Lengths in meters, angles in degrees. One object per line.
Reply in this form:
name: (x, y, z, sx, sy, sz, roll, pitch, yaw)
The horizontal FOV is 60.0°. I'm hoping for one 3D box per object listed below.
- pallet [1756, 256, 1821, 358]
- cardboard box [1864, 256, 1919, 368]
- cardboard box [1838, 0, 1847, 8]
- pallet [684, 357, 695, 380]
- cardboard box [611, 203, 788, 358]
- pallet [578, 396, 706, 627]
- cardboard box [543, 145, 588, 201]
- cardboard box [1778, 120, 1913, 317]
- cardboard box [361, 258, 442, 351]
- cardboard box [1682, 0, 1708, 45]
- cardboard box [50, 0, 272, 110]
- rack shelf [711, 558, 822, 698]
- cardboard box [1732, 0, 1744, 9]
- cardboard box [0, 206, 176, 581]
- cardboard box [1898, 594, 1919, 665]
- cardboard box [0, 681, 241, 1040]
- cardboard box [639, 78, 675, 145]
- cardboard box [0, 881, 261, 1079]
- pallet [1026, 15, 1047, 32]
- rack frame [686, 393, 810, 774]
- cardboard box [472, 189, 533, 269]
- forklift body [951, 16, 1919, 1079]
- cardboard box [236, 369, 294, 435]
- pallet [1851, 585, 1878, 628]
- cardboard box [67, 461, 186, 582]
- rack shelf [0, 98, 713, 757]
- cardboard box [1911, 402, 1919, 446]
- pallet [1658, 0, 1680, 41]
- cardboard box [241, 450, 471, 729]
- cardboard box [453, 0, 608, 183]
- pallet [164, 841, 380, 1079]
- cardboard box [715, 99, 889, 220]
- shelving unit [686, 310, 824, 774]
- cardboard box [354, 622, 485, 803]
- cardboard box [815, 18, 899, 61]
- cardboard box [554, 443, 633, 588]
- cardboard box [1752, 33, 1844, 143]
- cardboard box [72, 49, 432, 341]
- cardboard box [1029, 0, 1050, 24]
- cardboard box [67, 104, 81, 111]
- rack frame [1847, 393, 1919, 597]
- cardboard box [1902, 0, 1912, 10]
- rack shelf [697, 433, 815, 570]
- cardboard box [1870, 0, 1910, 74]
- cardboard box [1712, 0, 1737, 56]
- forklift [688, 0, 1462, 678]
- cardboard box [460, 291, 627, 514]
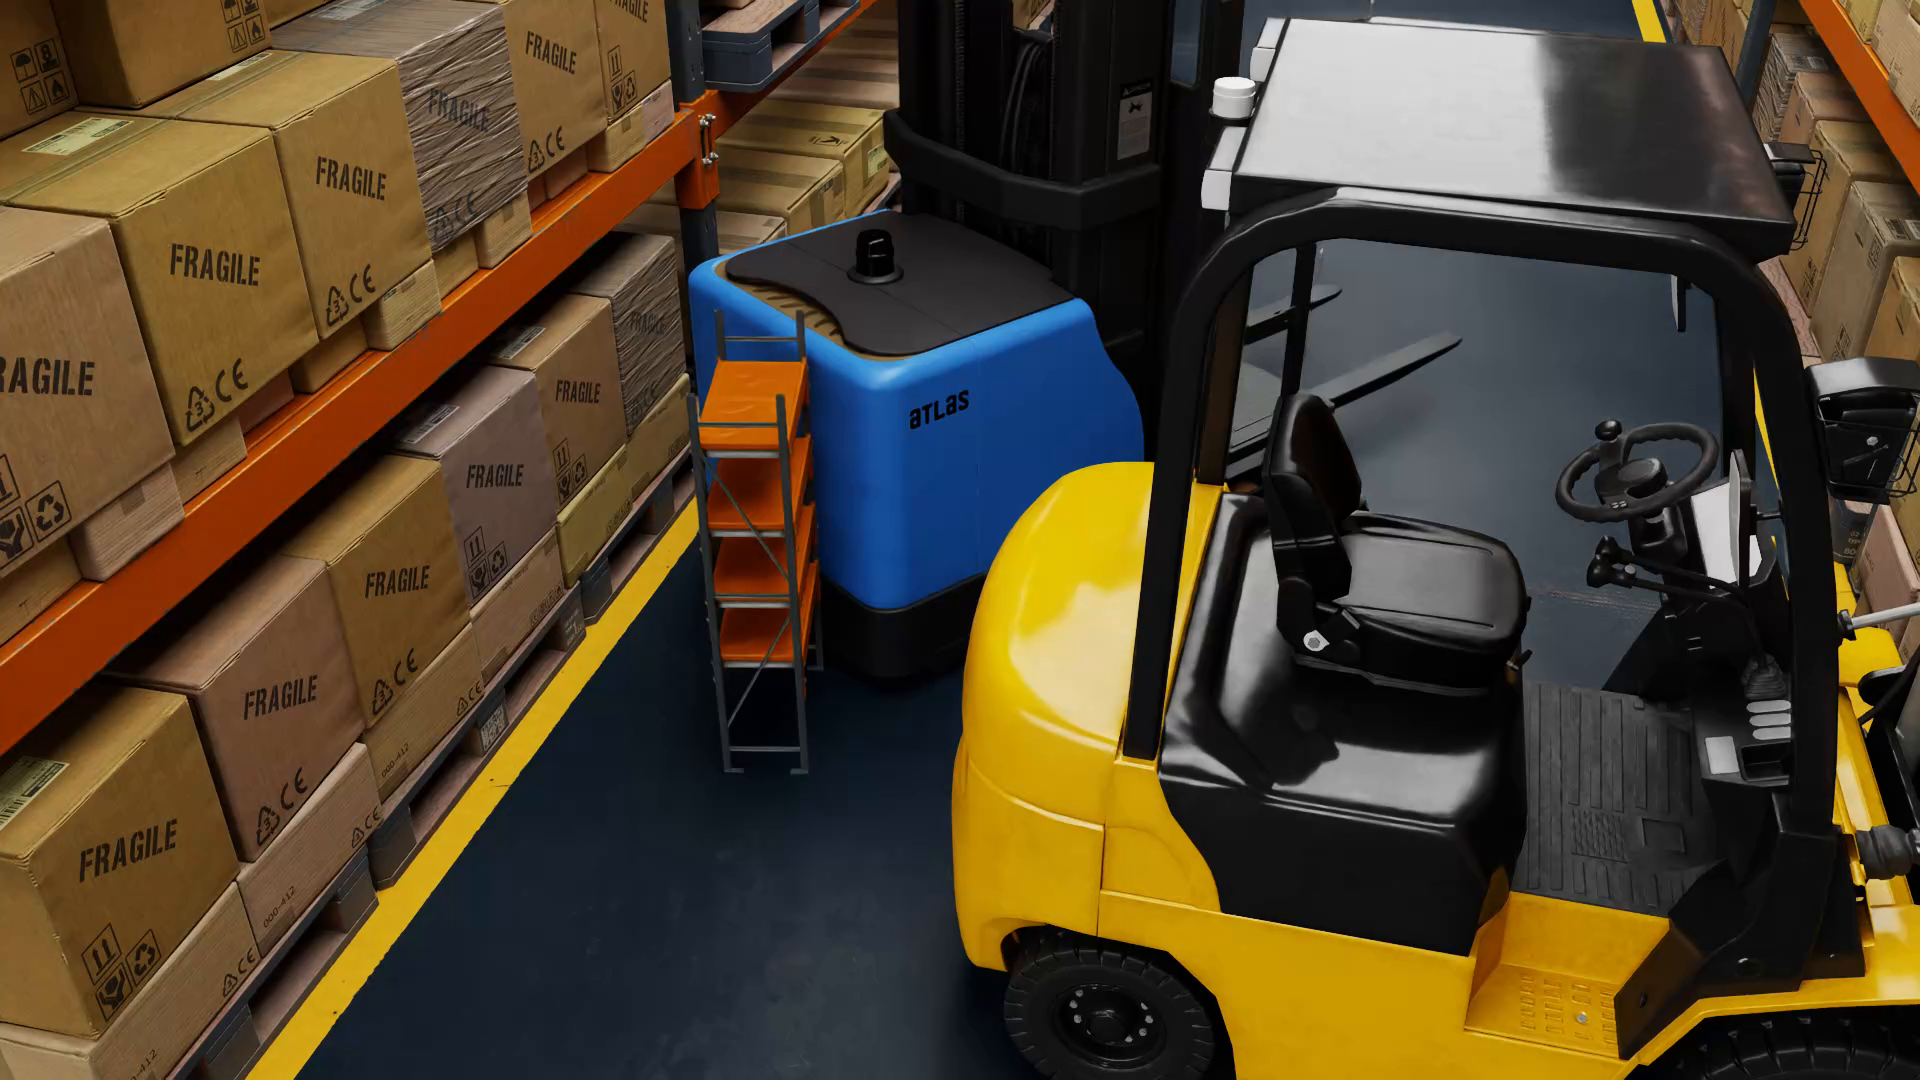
pallet: (3.891, -0.890, 6.954, 1.003, 0.211, 1.213, 8, 33, 12)
cardboard box: (3.556, -0.492, 5.549, 0.875, 0.625, 0.625, 9, 34, 15)
cardboard box: (3.844, -2.331, 6.761, 0.500, 0.250, 0.500, 7, 33, 11)
pallet: (-1.171, -0.946, 7.041, 1.003, 0.211, 1.213, 8, 33, 12)
cardboard box: (-1.237, -1.059, 6.678, 0.950, 0.372, 0.625, 8, 33, 13)
pallet: (-1.504, -0.188, 5.849, 1.003, 0.211, 1.213, 8, 33, 12)
cardboard box: (-1.353, -1.149, 4.995, 0.380, 0.149, 0.250, 8, 33, 13)
cardboard box: (3.949, -1.284, 6.795, 0.875, 0.625, 0.625, 7, 33, 10)
cardboard box: (-1.533, -0.609, 4.146, 0.380, 0.149, 0.250, 8, 33, 13)
cardboard box: (4.730, -3.293, 10.073, 0.500, 0.500, 0.500, 7, 33, 11)
cardboard box: (-2.038, -1.307, 3.708, 0.700, 0.500, 0.500, 8, 33, 12)
rack shelf: (-0.544, 0.244, 4.742, 0.258, 0.148, 0.480, 0, 32, 1)
cardboard box: (4.369, -2.953, 8.933, 0.380, 0.149, 0.250, 6, 33, 10)
cardboard box: (-1.866, -0.287, 3.036, 0.500, 0.500, 0.500, 9, 34, 14)
cardboard box: (2.878, 0.410, 4.480, 0.500, 0.250, 0.500, 7, 33, 11)
cardboard box: (-1.905, 0.631, 3.434, 0.500, 0.500, 0.500, 7, 33, 11)
cardboard box: (-1.154, -1.404, 5.396, 0.380, 0.149, 0.250, 8, 33, 12)
cardboard box: (-1.911, 0.960, 3.616, 0.500, 0.250, 0.500, 8, 33, 12)
pallet: (-0.080, -3.016, 10.297, 1.003, 0.211, 1.213, 8, 33, 12)
rack frame: (-0.549, 0.151, 4.394, 0.240, 1.200, 0.015, 0, 32, 1)
cardboard box: (-1.409, -0.876, 4.566, 0.380, 0.149, 0.250, 8, 33, 12)
forklift body: (1.136, 0.157, 3.498, 2.313, 2.155, 1.214, 8, 33, 12)
cardboard box: (-1.749, -0.354, 3.745, 0.380, 0.149, 0.250, 9, 34, 14)
pallet: (3.192, 0.539, 4.705, 1.003, 0.211, 1.213, 8, 33, 12)
cardboard box: (-1.791, -0.069, 3.298, 0.380, 0.149, 0.250, 9, 33, 13)
rack shelf: (-1.875, -0.377, 4.217, 1.077, 0.370, 4.000, 8, 33, 12)
cardboard box: (3.008, -0.275, 4.626, 0.500, 0.250, 0.500, 8, 33, 12)
pallet: (5.295, -3.592, 11.203, 1.003, 0.211, 1.213, 8, 33, 12)
cardboard box: (-1.641, 0.100, 4.270, 0.500, 0.500, 0.500, 9, 33, 13)
cardboard box: (-1.364, -1.353, 4.712, 0.500, 0.500, 0.500, 9, 34, 14)
pallet: (-2.123, 1.078, 3.857, 1.003, 0.211, 1.213, 8, 33, 12)
cardboard box: (-0.883, -1.793, 7.833, 0.950, 0.372, 0.625, 9, 34, 14)
shelving unit: (-0.545, 0.020, 4.600, 0.258, 1.200, 0.503, 0, 32, 1)
cardboard box: (-1.647, 0.411, 4.479, 0.500, 0.250, 0.500, 10, 34, 16)
cardboard box: (-0.506, -2.570, 9.055, 0.950, 0.372, 0.625, 6, 33, 9)
cardboard box: (-1.383, -0.114, 5.305, 0.500, 0.250, 0.500, 7, 33, 11)
cardboard box: (4.278, -1.973, 7.880, 0.875, 0.625, 0.625, 9, 34, 14)
cardboard box: (-1.617, -0.817, 3.869, 0.500, 0.500, 0.500, 7, 33, 11)
cardboard box: (0.134, -3.884, 10.652, 0.875, 0.875, 0.875, 8, 33, 13)
cardboard box: (-2.103, -0.908, 4.012, 0.500, 0.500, 0.500, 8, 33, 13)
rack frame: (3.435, -1.044, 4.597, 1.000, 3.000, 0.127, 8, 33, 12)
cardboard box: (3.571, -2.014, 5.796, 0.500, 0.250, 0.500, 9, 33, 13)
rack shelf: (-0.545, -0.112, 4.516, 0.258, 0.148, 0.480, 0, 32, 1)
cardboard box: (3.587, -1.793, 5.915, 0.500, 0.250, 0.500, 8, 33, 13)
cardboard box: (4.486, -2.749, 9.217, 0.500, 0.500, 0.500, 8, 33, 12)
forklift: (0.612, -1.473, 5.334, 3.031, 2.935, 1.130, -24, 39, -32)
cardboard box: (-1.386, -0.444, 5.125, 0.500, 0.500, 0.500, 9, 33, 13)
